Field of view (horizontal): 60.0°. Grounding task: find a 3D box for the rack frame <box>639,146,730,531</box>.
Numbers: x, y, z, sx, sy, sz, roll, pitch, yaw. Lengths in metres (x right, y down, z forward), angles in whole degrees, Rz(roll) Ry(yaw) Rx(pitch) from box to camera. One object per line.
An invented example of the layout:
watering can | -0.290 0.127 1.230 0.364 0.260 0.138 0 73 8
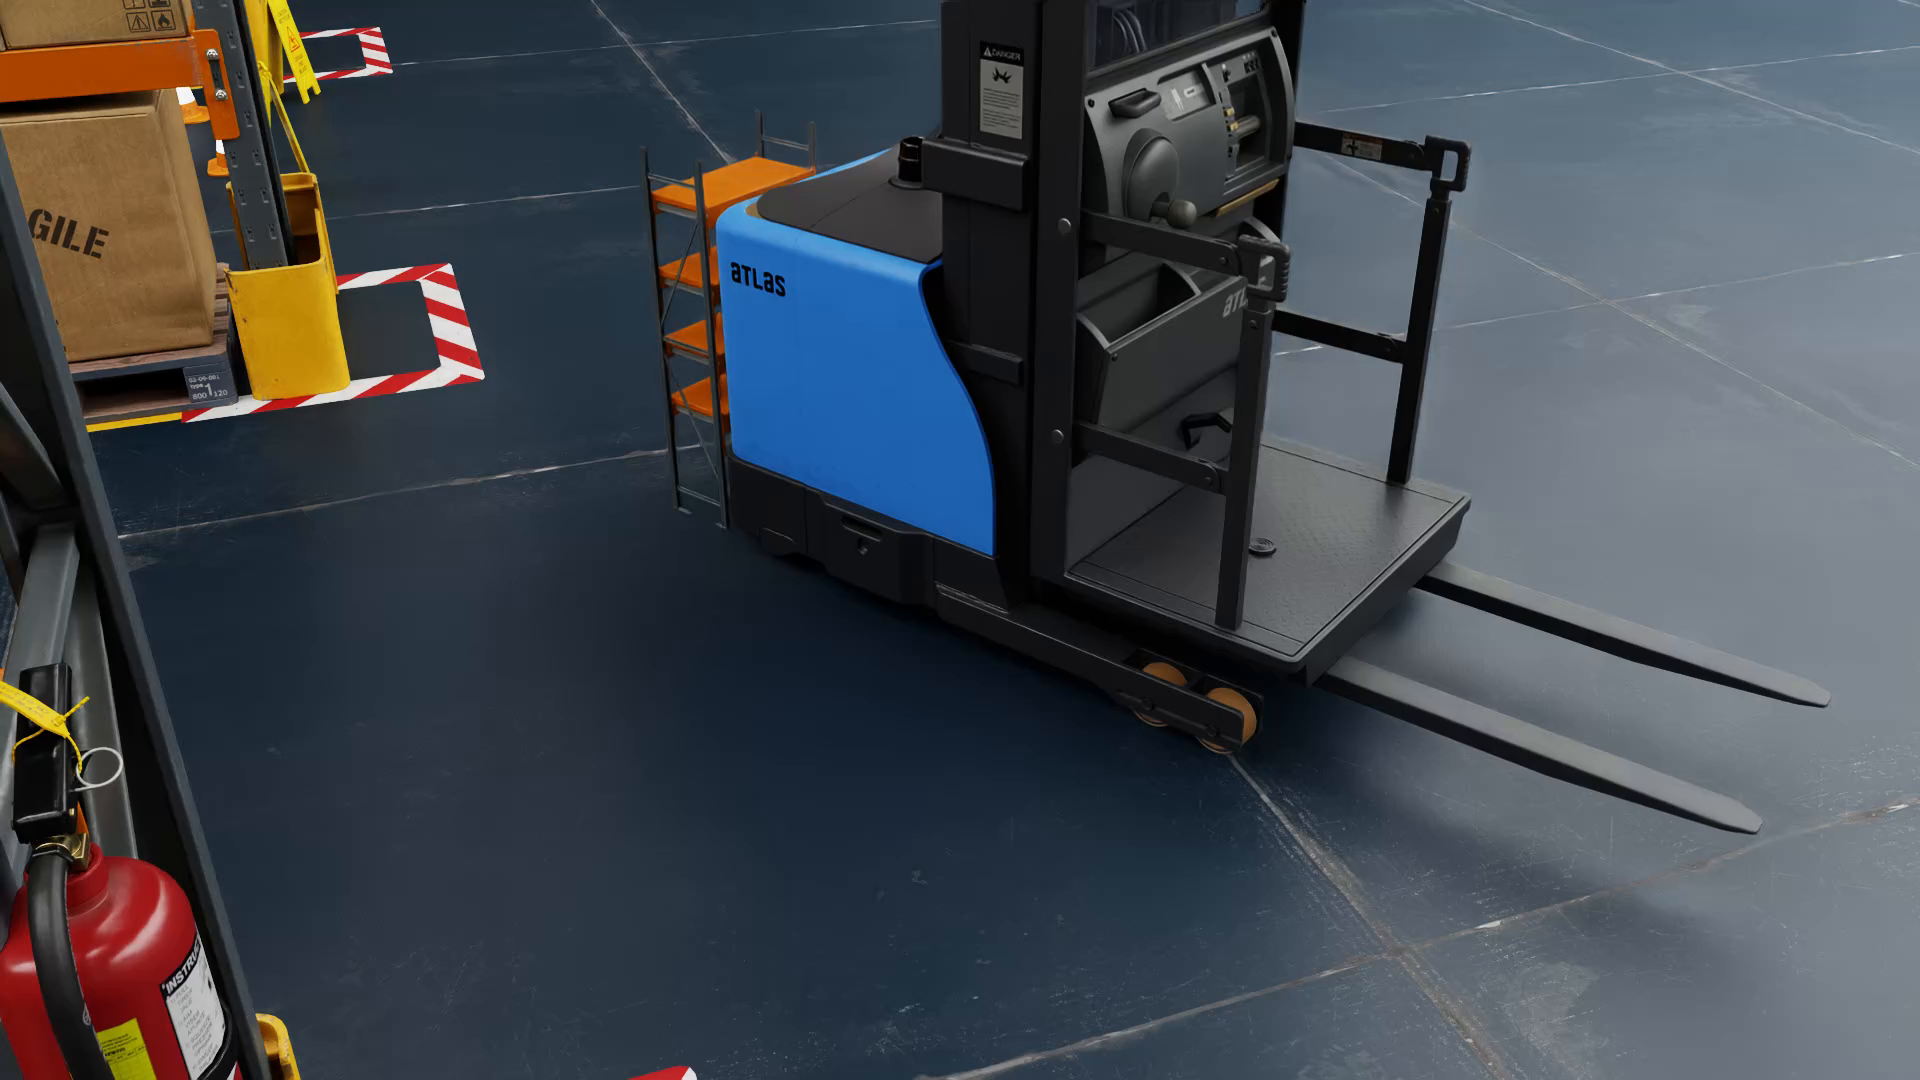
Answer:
rack frame | -0.834 -0.589 5.071 0.240 1.200 0.015 21 36 32

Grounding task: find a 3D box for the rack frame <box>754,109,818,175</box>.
rack frame | -0.539 -0.781 5.409 0.240 1.200 0.015 21 36 32

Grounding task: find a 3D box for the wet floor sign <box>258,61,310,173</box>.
wet floor sign | -3.337 -2.005 8.117 0.232 0.644 0.267 -16 33 -26

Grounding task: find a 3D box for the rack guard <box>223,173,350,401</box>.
rack guard | -2.651 -1.022 6.539 0.348 0.500 1.175 -10 31 -18

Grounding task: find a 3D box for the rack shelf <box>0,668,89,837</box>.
rack shelf | -2.913 0.872 1.415 4.000 0.370 1.077 -10 31 -18

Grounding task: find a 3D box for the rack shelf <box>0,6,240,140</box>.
rack shelf | -4.548 -1.446 5.485 4.000 0.370 1.077 -10 31 -18

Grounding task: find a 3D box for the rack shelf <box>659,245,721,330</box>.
rack shelf | -0.686 -0.821 5.163 0.258 0.148 0.480 21 36 32

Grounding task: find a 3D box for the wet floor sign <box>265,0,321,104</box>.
wet floor sign | -3.943 -2.897 9.682 0.232 0.644 0.267 0 30 0

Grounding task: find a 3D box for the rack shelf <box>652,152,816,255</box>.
rack shelf | -0.687 -1.027 5.046 0.258 0.148 0.480 21 36 32

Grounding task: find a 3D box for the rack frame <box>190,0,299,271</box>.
rack frame | -2.673 -2.104 5.913 0.127 3.000 1.000 -10 31 -18

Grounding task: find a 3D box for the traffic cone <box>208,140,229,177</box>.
traffic cone | -3.742 -2.152 8.560 0.334 0.463 0.336 -10 31 -18

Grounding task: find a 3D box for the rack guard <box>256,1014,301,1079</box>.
rack guard | -1.110 1.314 2.439 0.348 0.500 1.175 -10 31 -18

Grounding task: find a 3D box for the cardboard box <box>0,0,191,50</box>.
cardboard box | -3.005 -2.084 5.726 0.550 0.550 0.875 -10 31 -18

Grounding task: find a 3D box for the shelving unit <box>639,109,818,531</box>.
shelving unit | -0.686 -0.685 5.240 0.258 1.200 0.503 21 36 32

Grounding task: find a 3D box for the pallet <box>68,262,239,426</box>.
pallet | -3.396 -0.718 6.297 1.213 0.211 1.003 -10 31 -18

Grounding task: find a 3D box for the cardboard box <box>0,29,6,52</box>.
cardboard box | -3.513 -1.979 5.542 0.550 0.550 0.875 -10 31 -18

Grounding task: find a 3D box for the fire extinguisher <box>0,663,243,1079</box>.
fire extinguisher | -0.771 0.442 1.522 0.183 0.674 0.296 -10 31 -18

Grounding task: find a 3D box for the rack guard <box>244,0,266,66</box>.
rack guard | -4.565 -3.284 10.509 0.348 0.500 1.175 -10 31 -18

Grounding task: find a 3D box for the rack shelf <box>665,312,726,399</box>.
rack shelf | -0.686 -0.627 5.274 0.258 0.148 0.480 21 36 32

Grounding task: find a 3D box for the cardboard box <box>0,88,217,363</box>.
cardboard box | -3.286 -1.216 6.076 0.875 0.875 0.875 -10 31 -17

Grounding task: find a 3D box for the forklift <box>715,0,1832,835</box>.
forklift | 0.760 -1.021 4.082 3.031 2.935 1.130 21 36 32

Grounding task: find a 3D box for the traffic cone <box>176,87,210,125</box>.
traffic cone | -4.447 -2.608 9.360 0.334 0.463 0.336 -10 31 -18

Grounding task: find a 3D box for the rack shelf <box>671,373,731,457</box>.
rack shelf | -0.686 -0.454 5.372 0.258 0.148 0.480 21 36 32
